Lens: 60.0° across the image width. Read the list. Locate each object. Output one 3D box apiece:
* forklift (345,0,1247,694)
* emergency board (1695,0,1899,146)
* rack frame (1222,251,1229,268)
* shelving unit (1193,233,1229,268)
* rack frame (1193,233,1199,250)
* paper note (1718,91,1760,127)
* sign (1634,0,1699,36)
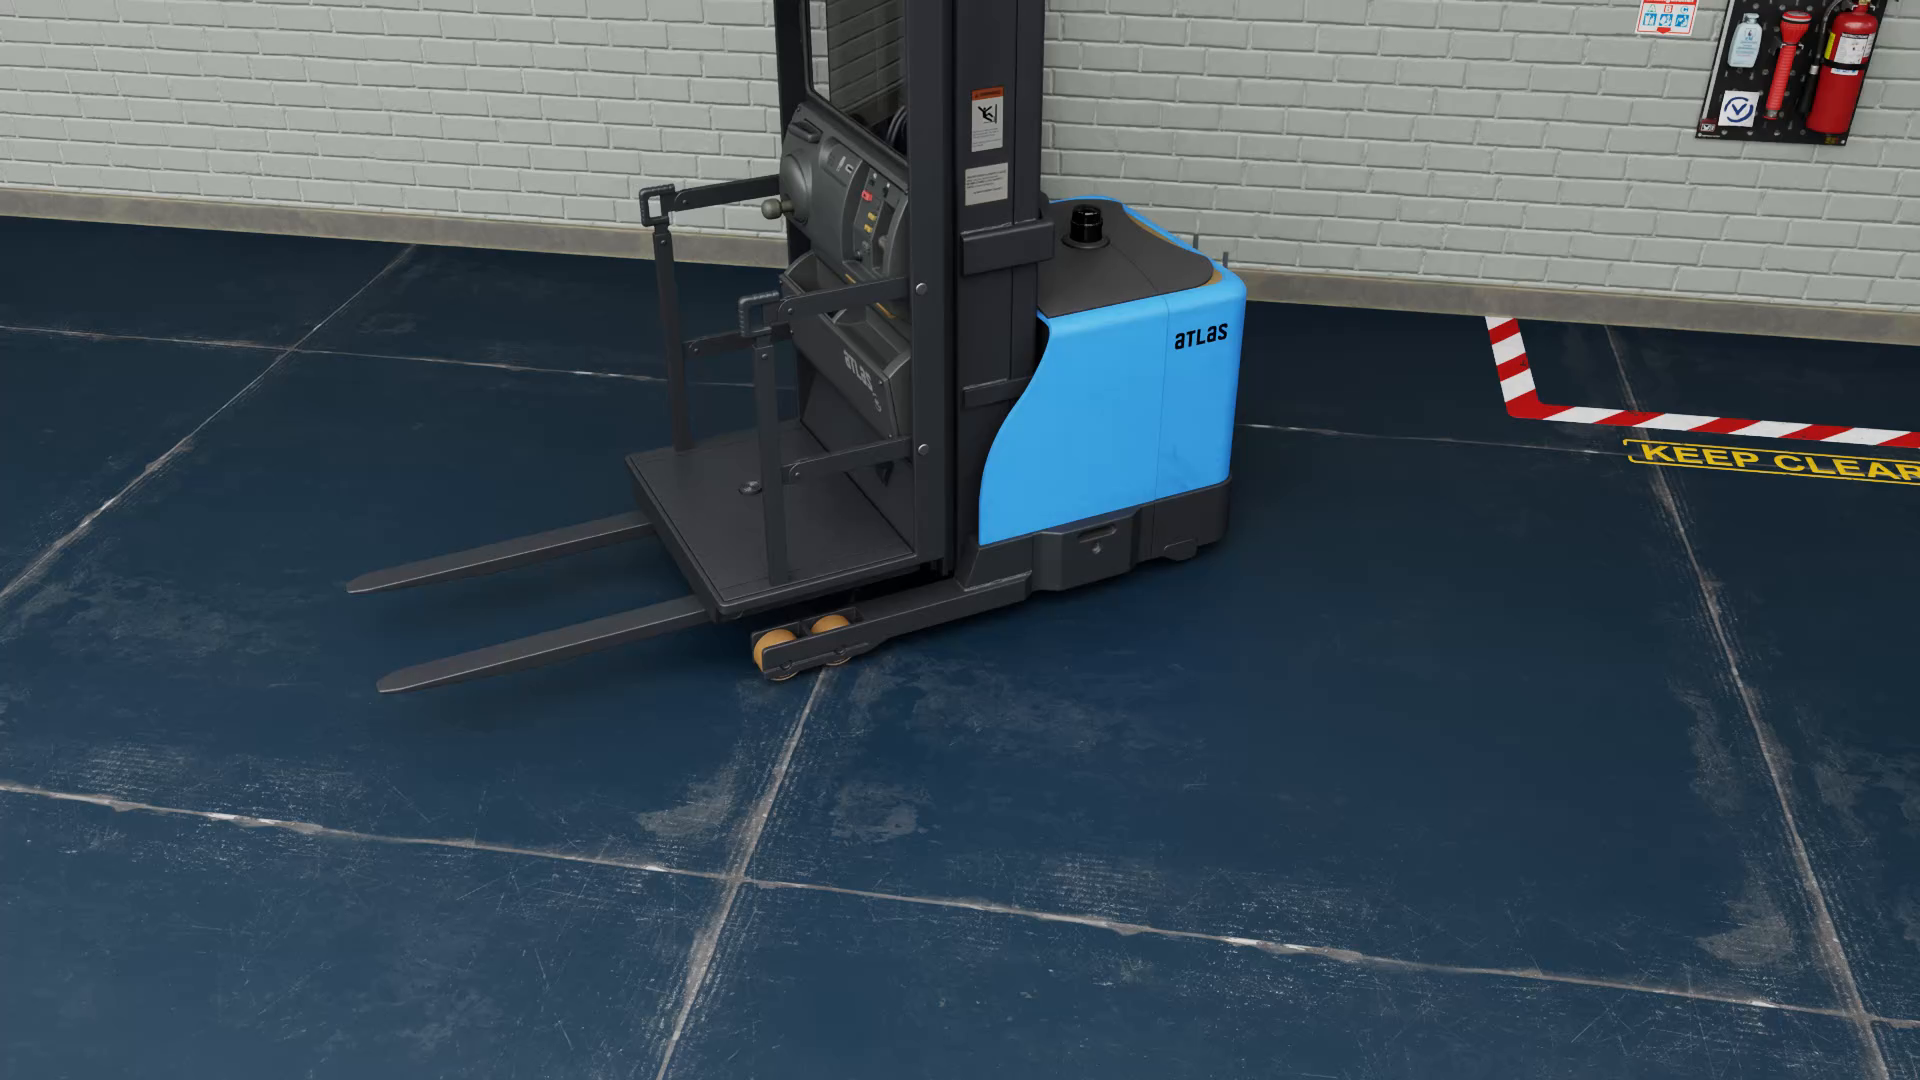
[{"bbox_3d":[-0.561,-1.097,5.241,3.031,2.935,1.130,-14,35,-22],"label":"forklift"},{"bbox_3d":[3.564,-2.204,6.944,0.643,1.169,0.194,5,32,8],"label":"emergency board"},{"bbox_3d":[0.909,-0.684,6.494,0.240,0.900,0.006,-15,35,-22],"label":"rack frame"},{"bbox_3d":[0.864,-0.732,6.571,0.258,0.900,0.210,-15,35,-22],"label":"shelving unit"},{"bbox_3d":[0.819,-0.780,6.649,0.240,0.900,0.006,-15,35,-22],"label":"rack frame"},{"bbox_3d":[3.401,-1.882,7.260,0.142,0.148,0.016,5,32,8],"label":"paper note"},{"bbox_3d":[3.036,-2.322,7.099,0.234,0.329,0.001,5,32,8],"label":"sign"}]
